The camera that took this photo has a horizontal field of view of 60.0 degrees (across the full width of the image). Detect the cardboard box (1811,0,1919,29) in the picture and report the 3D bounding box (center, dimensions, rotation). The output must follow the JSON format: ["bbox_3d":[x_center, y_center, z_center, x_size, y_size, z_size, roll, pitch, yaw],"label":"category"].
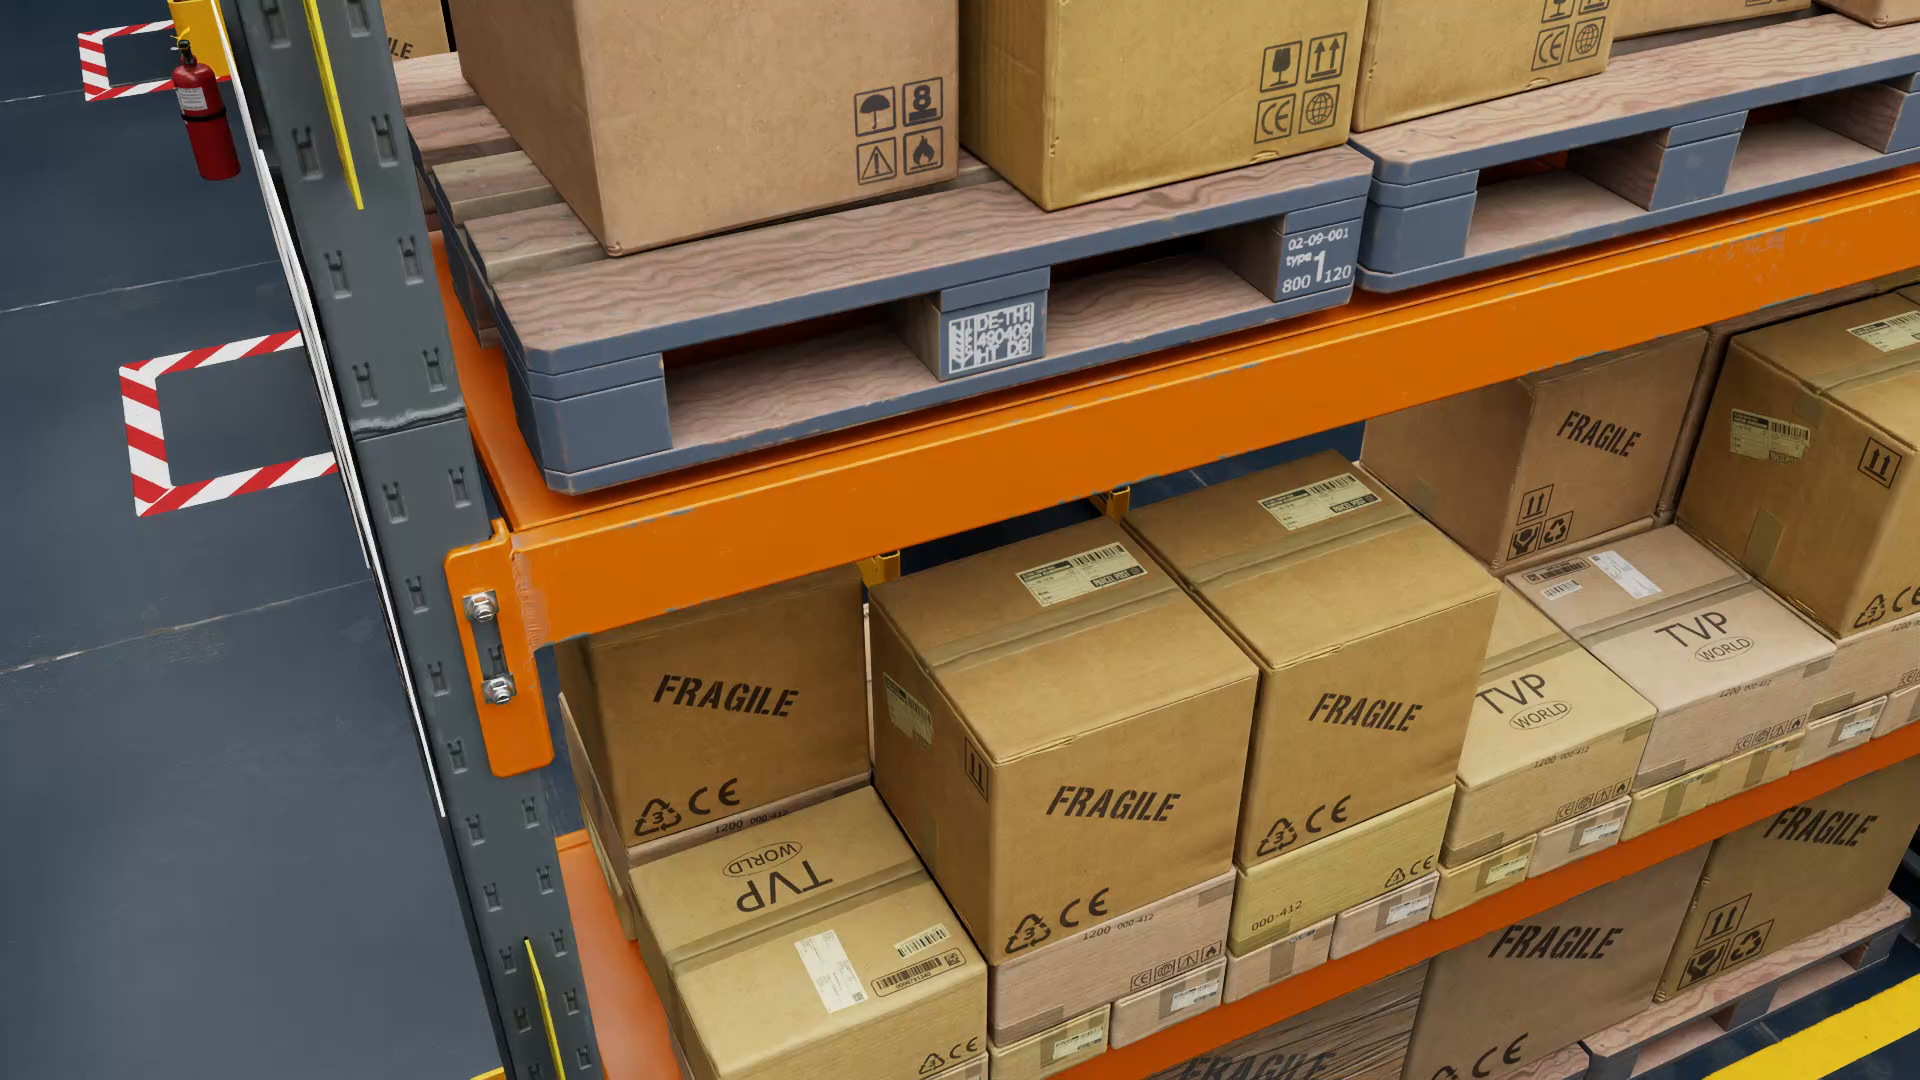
[{"bbox_3d":[1.616,-1.292,2.936,0.500,0.500,0.700,-14,39,-18],"label":"cardboard box"}]

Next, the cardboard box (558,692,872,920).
[{"bbox_3d":[-0.508,0.485,3.455,0.500,0.250,0.500,-16,40,-21],"label":"cardboard box"}]

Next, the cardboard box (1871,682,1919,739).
[{"bbox_3d":[2.185,0.282,4.062,0.250,0.149,0.380,-16,40,-21],"label":"cardboard box"}]

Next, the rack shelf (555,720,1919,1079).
[{"bbox_3d":[0.977,0.593,4.037,4.000,0.370,1.077,-16,39,-20],"label":"rack shelf"}]

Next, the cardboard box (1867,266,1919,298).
[{"bbox_3d":[2.245,-0.580,4.260,0.500,0.500,0.500,-16,39,-20],"label":"cardboard box"}]

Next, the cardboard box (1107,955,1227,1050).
[{"bbox_3d":[0.327,0.802,3.362,0.250,0.149,0.380,-16,40,-21],"label":"cardboard box"}]

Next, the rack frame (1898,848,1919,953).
[{"bbox_3d":[2.787,-0.203,4.505,0.127,3.000,1.000,-16,39,-20],"label":"rack frame"}]

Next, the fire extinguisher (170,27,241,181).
[{"bbox_3d":[-3.274,-1.895,7.165,0.183,0.674,0.296,-16,39,-20],"label":"fire extinguisher"}]

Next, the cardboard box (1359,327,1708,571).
[{"bbox_3d":[1.327,-0.325,3.917,0.500,0.500,0.500,-17,40,-21],"label":"cardboard box"}]

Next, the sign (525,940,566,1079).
[{"bbox_3d":[-0.603,0.731,2.453,0.005,0.325,0.100,-16,39,-20],"label":"sign"}]

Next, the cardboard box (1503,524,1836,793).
[{"bbox_3d":[1.570,0.253,3.767,0.500,0.250,0.500,-15,39,-19],"label":"cardboard box"}]

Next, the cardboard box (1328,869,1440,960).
[{"bbox_3d":[0.791,0.672,3.537,0.250,0.149,0.380,-16,39,-20],"label":"cardboard box"}]

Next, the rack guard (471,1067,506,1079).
[{"bbox_3d":[-0.855,1.820,3.877,0.348,0.500,1.175,-16,39,-20],"label":"rack guard"}]

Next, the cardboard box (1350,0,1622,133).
[{"bbox_3d":[0.622,-1.039,2.594,0.500,0.500,0.700,-18,40,-23],"label":"cardboard box"}]

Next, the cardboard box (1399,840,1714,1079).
[{"bbox_3d":[1.341,0.834,4.539,0.875,0.875,0.875,-16,39,-20],"label":"cardboard box"}]

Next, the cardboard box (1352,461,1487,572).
[{"bbox_3d":[0.882,0.094,3.982,0.500,0.250,0.500,-16,39,-20],"label":"cardboard box"}]

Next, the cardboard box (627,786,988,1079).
[{"bbox_3d":[-0.284,0.775,3.064,0.500,0.250,0.500,-17,40,-21],"label":"cardboard box"}]

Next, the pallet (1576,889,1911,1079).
[{"bbox_3d":[2.066,1.068,5.133,1.213,0.211,1.003,-16,39,-20],"label":"pallet"}]

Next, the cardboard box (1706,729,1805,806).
[{"bbox_3d":[1.719,0.413,3.886,0.250,0.149,0.380,-15,39,-19],"label":"cardboard box"}]

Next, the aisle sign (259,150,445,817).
[{"bbox_3d":[-0.771,-0.054,2.123,0.004,0.787,0.394,-16,39,-20],"label":"aisle sign"}]

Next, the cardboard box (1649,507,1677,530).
[{"bbox_3d":[1.798,-0.161,4.325,0.500,0.250,0.500,-16,39,-20],"label":"cardboard box"}]

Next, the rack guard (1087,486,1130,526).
[{"bbox_3d":[0.520,-0.246,6.871,0.087,0.250,0.587,-16,39,-20],"label":"rack guard"}]

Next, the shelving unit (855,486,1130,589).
[{"bbox_3d":[0.069,-0.622,6.329,1.083,1.500,0.587,-16,39,-20],"label":"shelving unit"}]

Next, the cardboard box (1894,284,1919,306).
[{"bbox_3d":[2.485,-0.302,3.887,0.500,0.500,0.500,-15,39,-19],"label":"cardboard box"}]

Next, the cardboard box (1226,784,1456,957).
[{"bbox_3d":[0.640,0.514,3.415,0.500,0.250,0.500,-17,40,-21],"label":"cardboard box"}]

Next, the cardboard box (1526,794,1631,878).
[{"bbox_3d":[1.257,0.541,3.713,0.250,0.149,0.380,-15,39,-19],"label":"cardboard box"}]

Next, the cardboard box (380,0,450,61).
[{"bbox_3d":[-2.326,-2.015,6.615,0.500,0.500,0.500,-14,39,-18],"label":"cardboard box"}]

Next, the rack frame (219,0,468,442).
[{"bbox_3d":[-0.834,-1.600,1.353,0.127,3.000,1.000,-16,39,-20],"label":"rack frame"}]

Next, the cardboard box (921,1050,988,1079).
[{"bbox_3d":[-0.140,0.933,3.185,0.250,0.149,0.380,-16,40,-21],"label":"cardboard box"}]

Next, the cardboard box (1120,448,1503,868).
[{"bbox_3d":[0.635,0.213,3.192,0.500,0.500,0.500,-17,40,-21],"label":"cardboard box"}]

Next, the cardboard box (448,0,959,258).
[{"bbox_3d":[-0.386,-0.804,2.278,0.500,0.500,0.700,-18,40,-23],"label":"cardboard box"}]

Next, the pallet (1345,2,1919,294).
[{"bbox_3d":[0.940,-0.864,2.953,1.213,0.211,1.003,-16,39,-20],"label":"pallet"}]

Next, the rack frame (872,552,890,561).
[{"bbox_3d":[-0.383,-0.495,6.159,0.032,1.500,0.500,-16,39,-20],"label":"rack frame"}]
